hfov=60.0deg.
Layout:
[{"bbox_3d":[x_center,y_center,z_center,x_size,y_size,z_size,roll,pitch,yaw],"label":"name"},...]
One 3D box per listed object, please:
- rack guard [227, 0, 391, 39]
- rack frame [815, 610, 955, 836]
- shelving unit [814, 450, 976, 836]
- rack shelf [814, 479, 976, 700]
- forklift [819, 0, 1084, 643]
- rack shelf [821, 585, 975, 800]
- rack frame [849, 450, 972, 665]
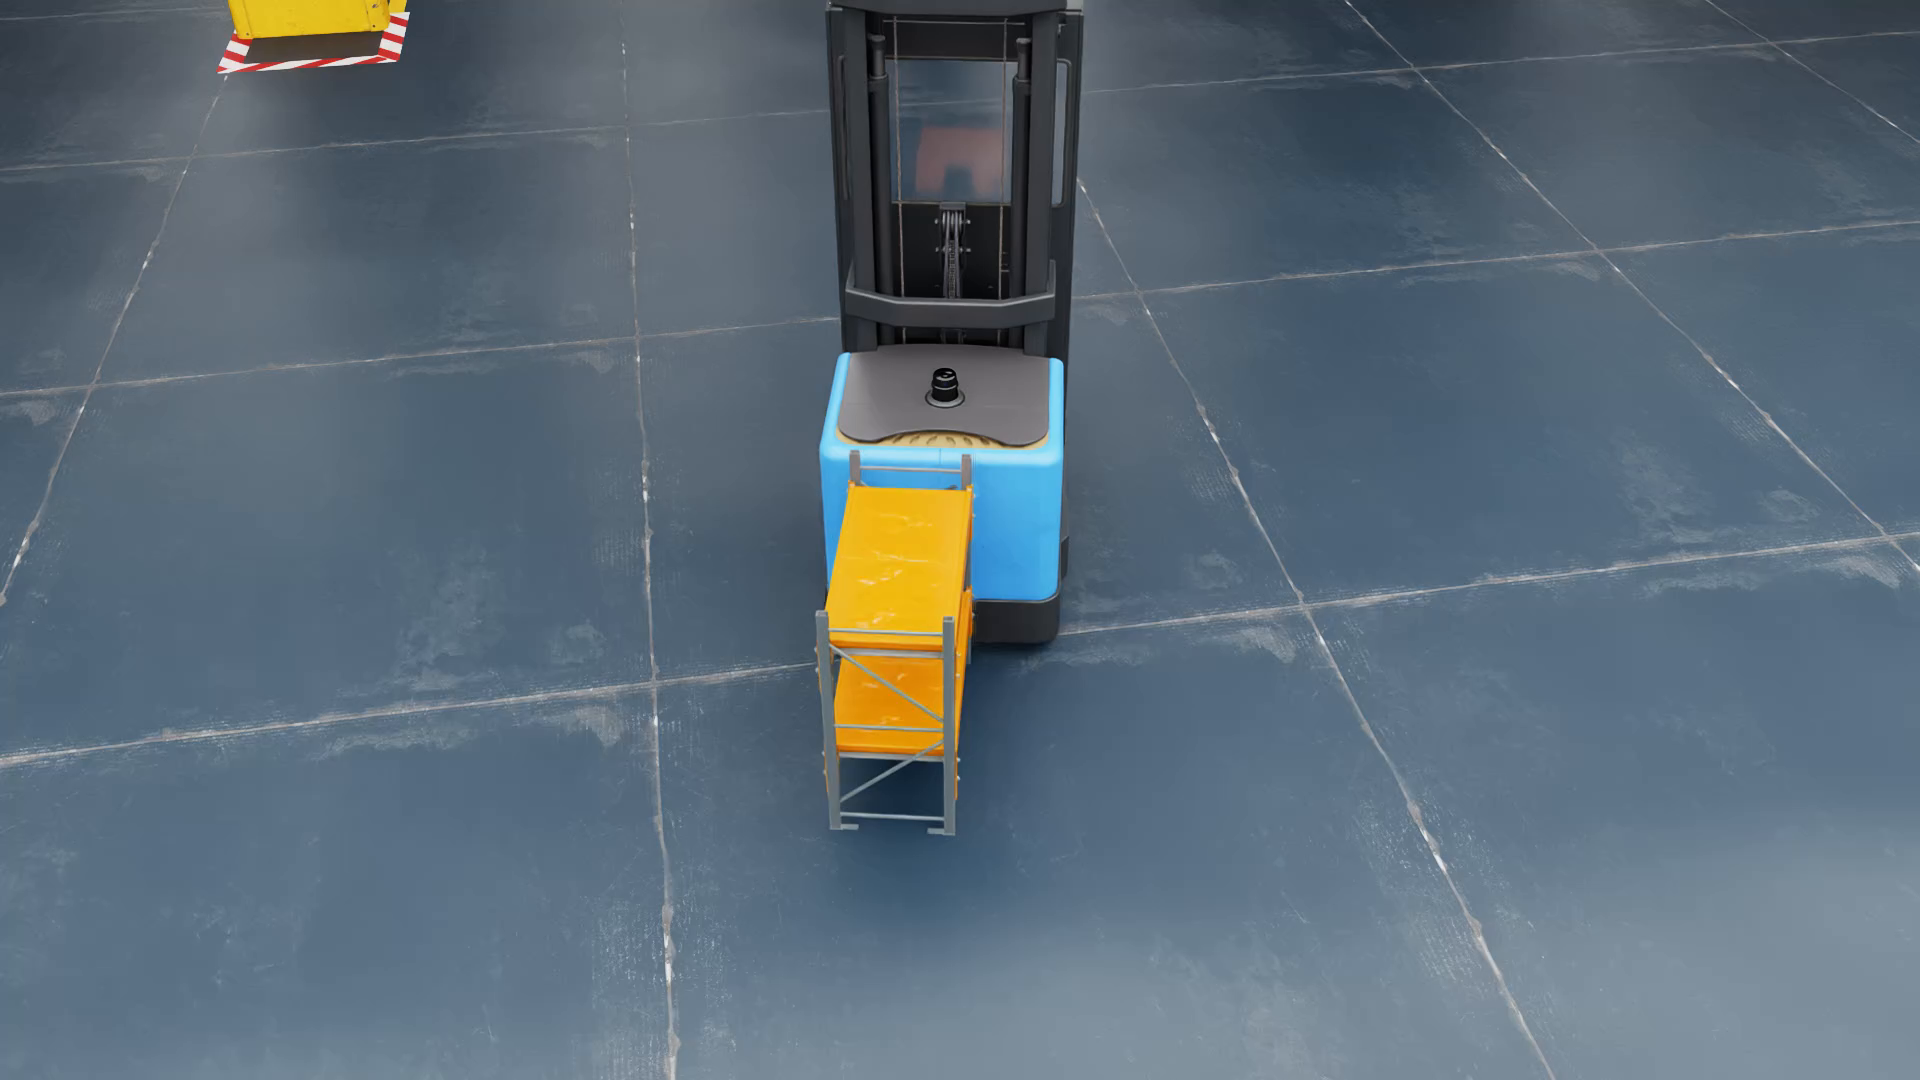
[{"bbox_3d":[-5.242,-4.364,13.360,1.175,0.500,0.348,-6,38,-8],"label":"rack guard"},{"bbox_3d":[-0.269,0.717,6.311,0.500,1.125,0.032,2,38,3],"label":"rack frame"},{"bbox_3d":[-0.236,0.405,6.711,0.538,1.125,1.048,2,38,3],"label":"shelving unit"},{"bbox_3d":[-0.236,0.174,6.532,0.538,0.278,1.000,2,38,3],"label":"rack shelf"},{"bbox_3d":[-0.009,-1.578,7.792,1.130,2.935,3.031,2,38,2],"label":"forklift"},{"bbox_3d":[-0.236,0.598,6.861,0.538,0.278,1.000,2,38,3],"label":"rack shelf"},{"bbox_3d":[-0.202,0.094,7.112,0.500,1.125,0.032,2,38,3],"label":"rack frame"}]
